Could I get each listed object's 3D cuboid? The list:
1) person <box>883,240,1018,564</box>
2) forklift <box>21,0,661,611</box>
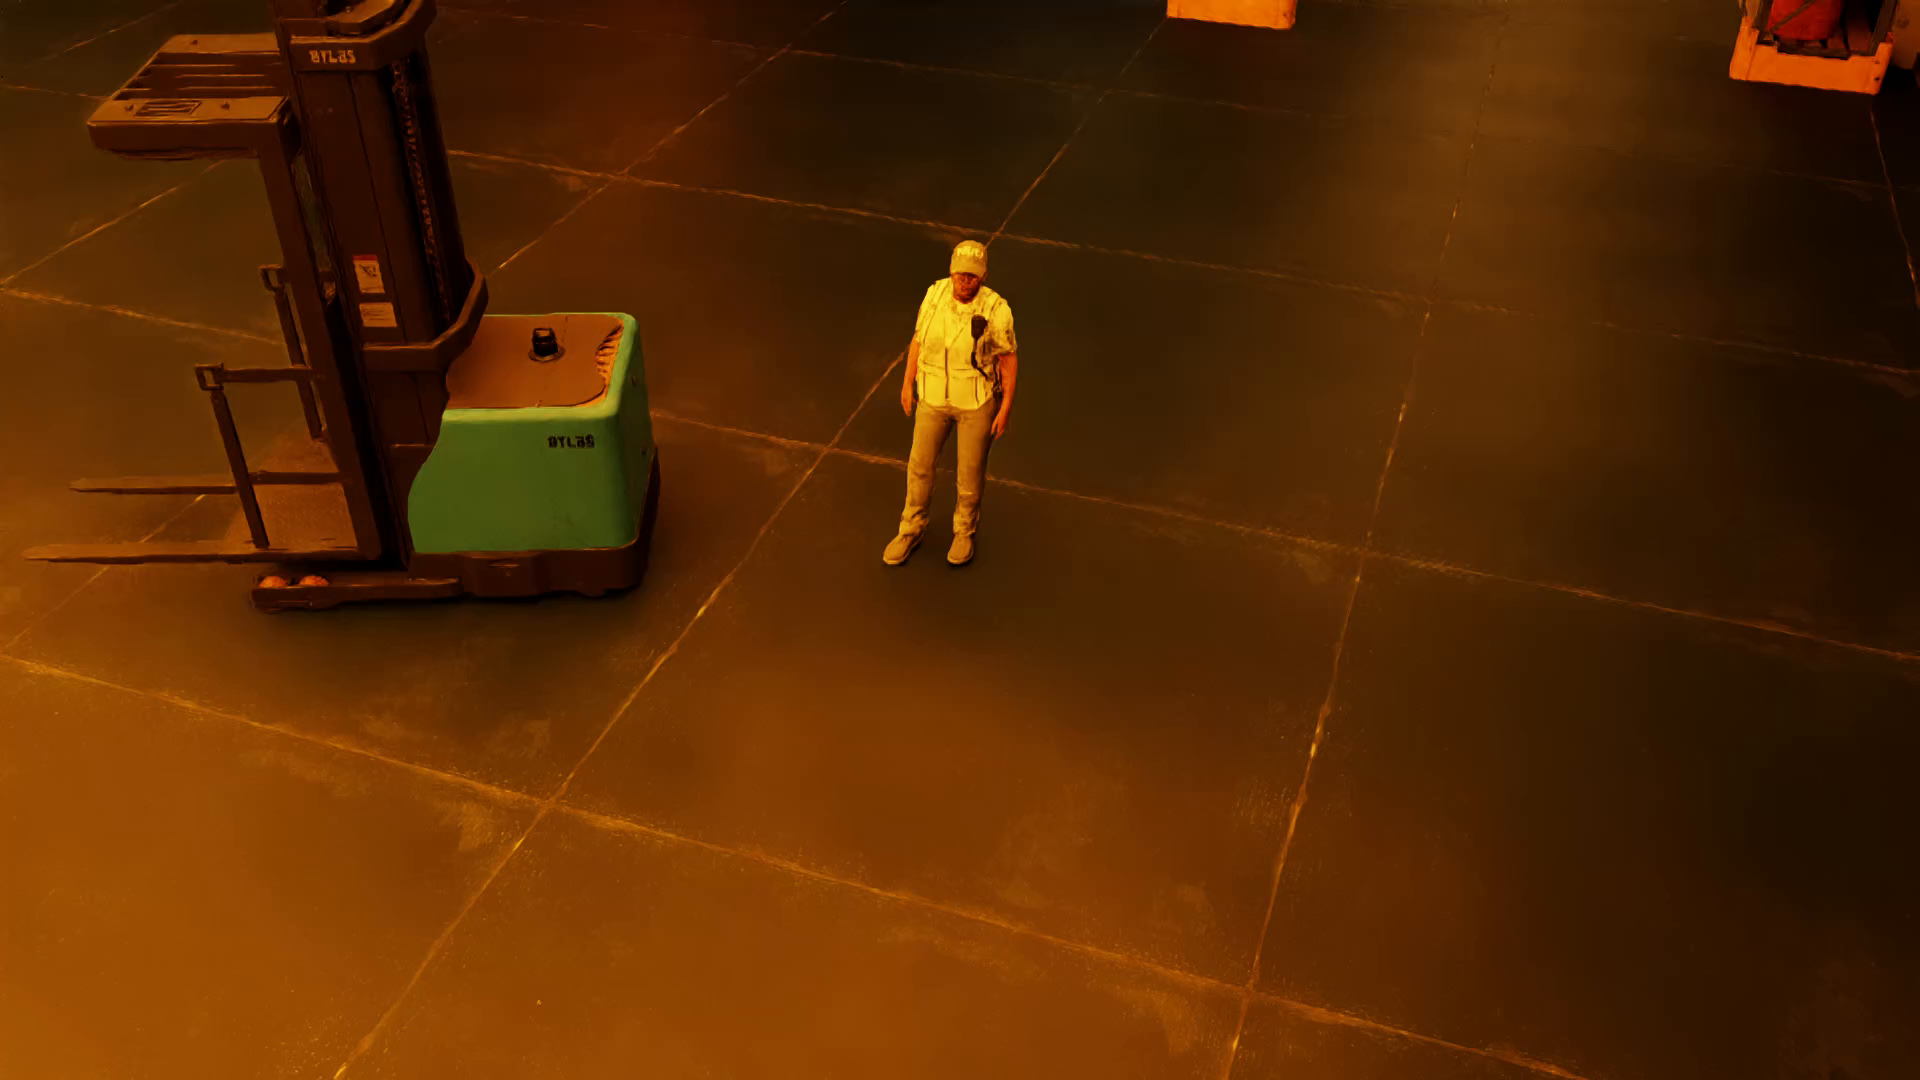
[{"bbox_3d":[-0.047,-0.648,8.106,0.598,1.669,0.529,12,37,16],"label":"person"},{"bbox_3d":[-3.104,-1.164,7.753,3.031,2.935,1.130,-2,35,-2],"label":"forklift"}]
